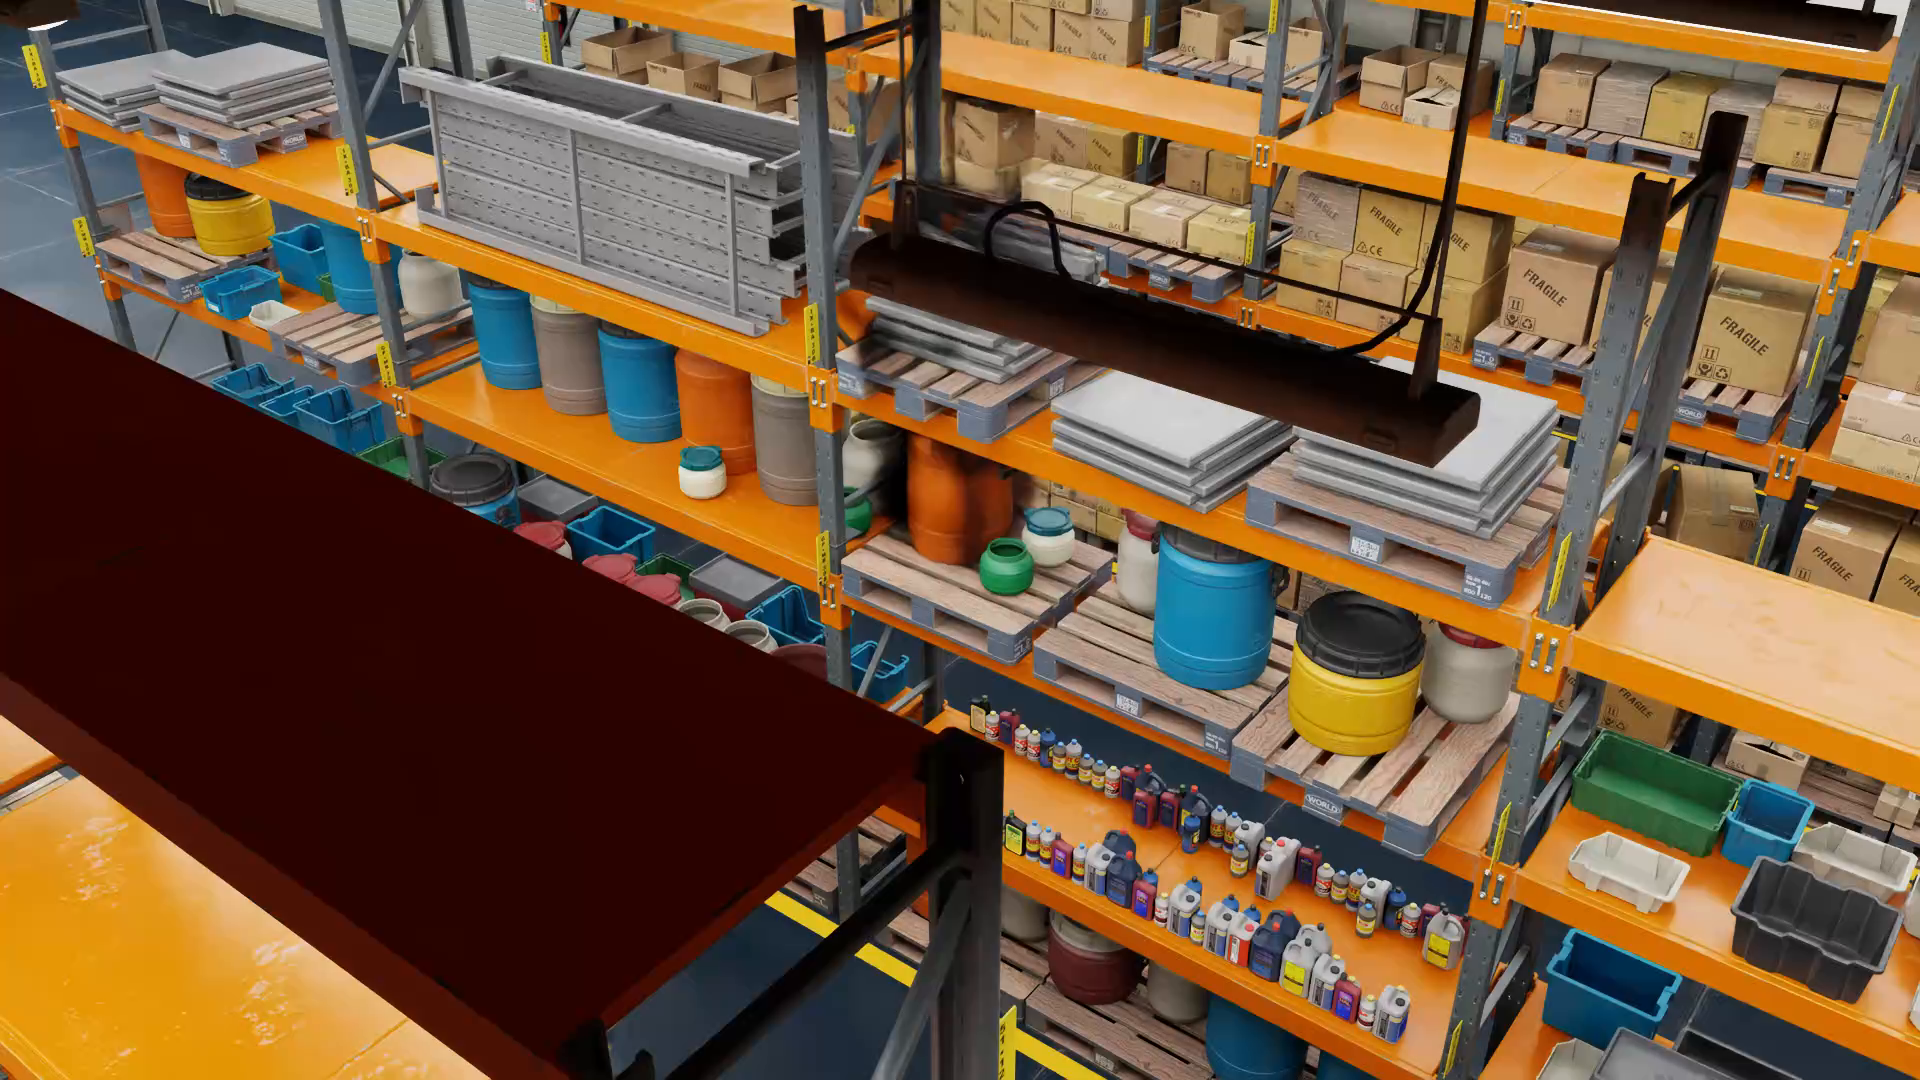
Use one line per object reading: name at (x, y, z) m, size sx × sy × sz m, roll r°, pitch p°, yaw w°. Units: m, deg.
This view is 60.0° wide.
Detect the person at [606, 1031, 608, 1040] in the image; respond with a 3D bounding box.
person at (-2.045, 2.663, 8.703) m, size 0.781 × 1.761 × 0.714 m, roll 18°, pitch 36°, yaw 27°
